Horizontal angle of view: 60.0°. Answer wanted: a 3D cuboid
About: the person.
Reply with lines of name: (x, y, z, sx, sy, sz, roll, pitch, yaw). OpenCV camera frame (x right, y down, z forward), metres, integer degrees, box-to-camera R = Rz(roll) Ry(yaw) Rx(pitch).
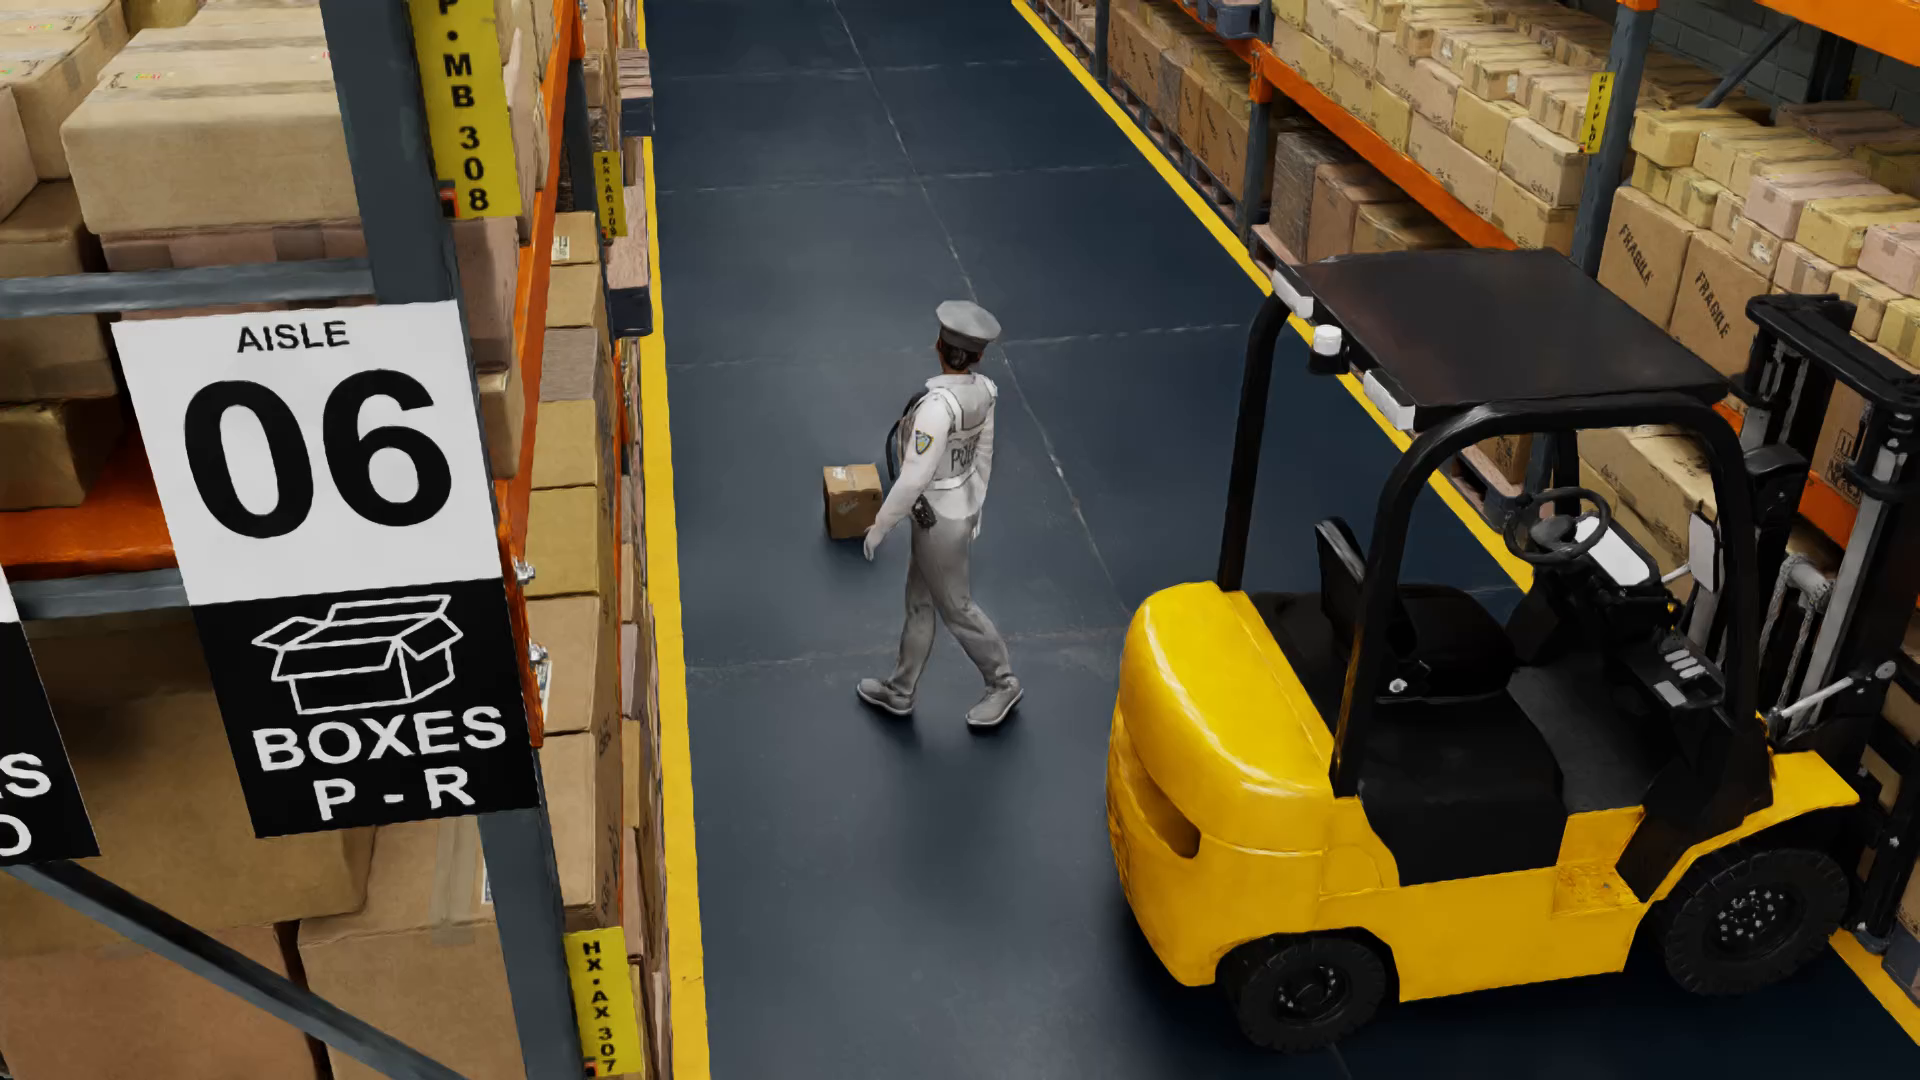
person: (-0.081, -0.082, 6.286, 0.653, 1.639, 0.516, 7, 32, 11)
